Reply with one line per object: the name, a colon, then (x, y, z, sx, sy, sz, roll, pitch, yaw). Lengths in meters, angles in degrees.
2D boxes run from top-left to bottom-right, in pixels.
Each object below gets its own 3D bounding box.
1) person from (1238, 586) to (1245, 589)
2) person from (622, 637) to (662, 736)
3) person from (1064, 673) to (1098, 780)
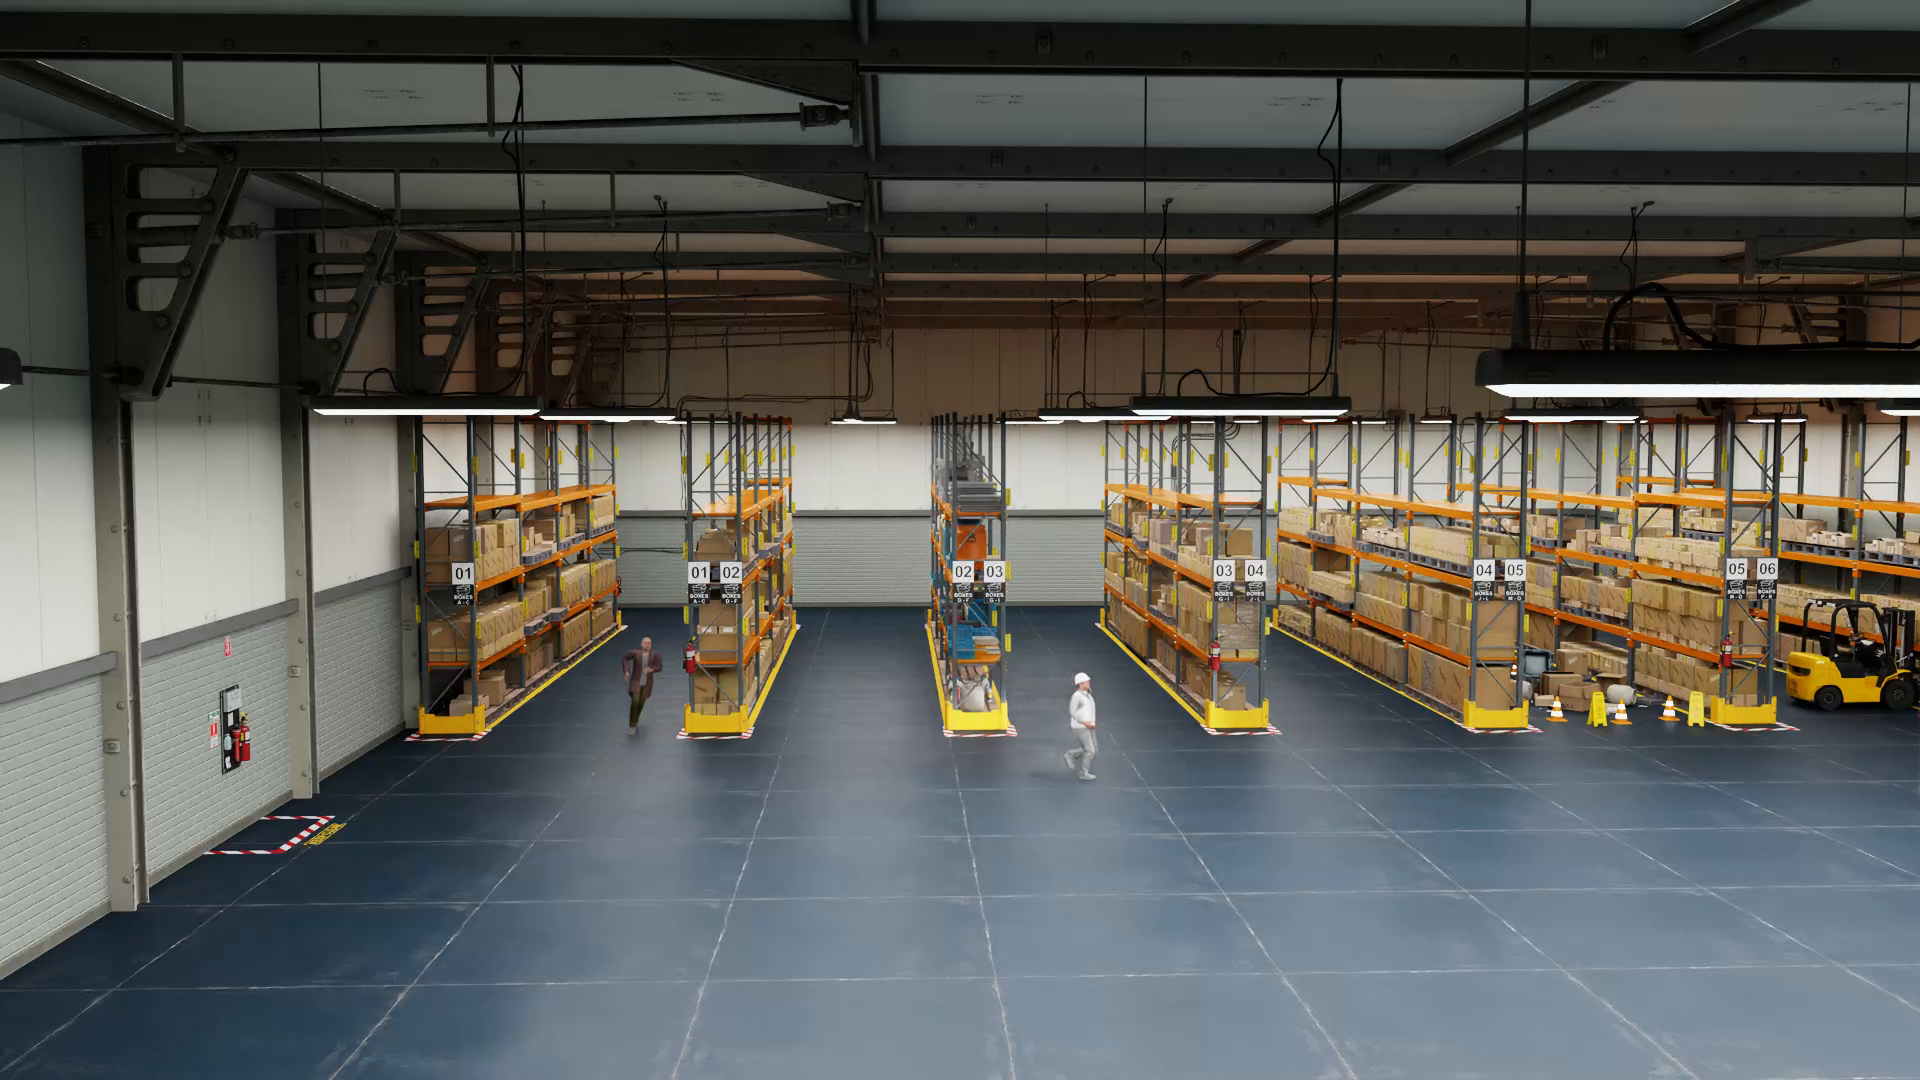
person: (7.849, 1.783, 46.326, 0.669, 1.601, 0.765, 0, 4, -1)
person: (-5.968, 2.735, 31.292, 0.709, 1.823, 0.909, -2, 4, -23)
person: (1.951, 3.020, 27.019, 0.614, 1.729, 0.705, 2, 4, 26)
